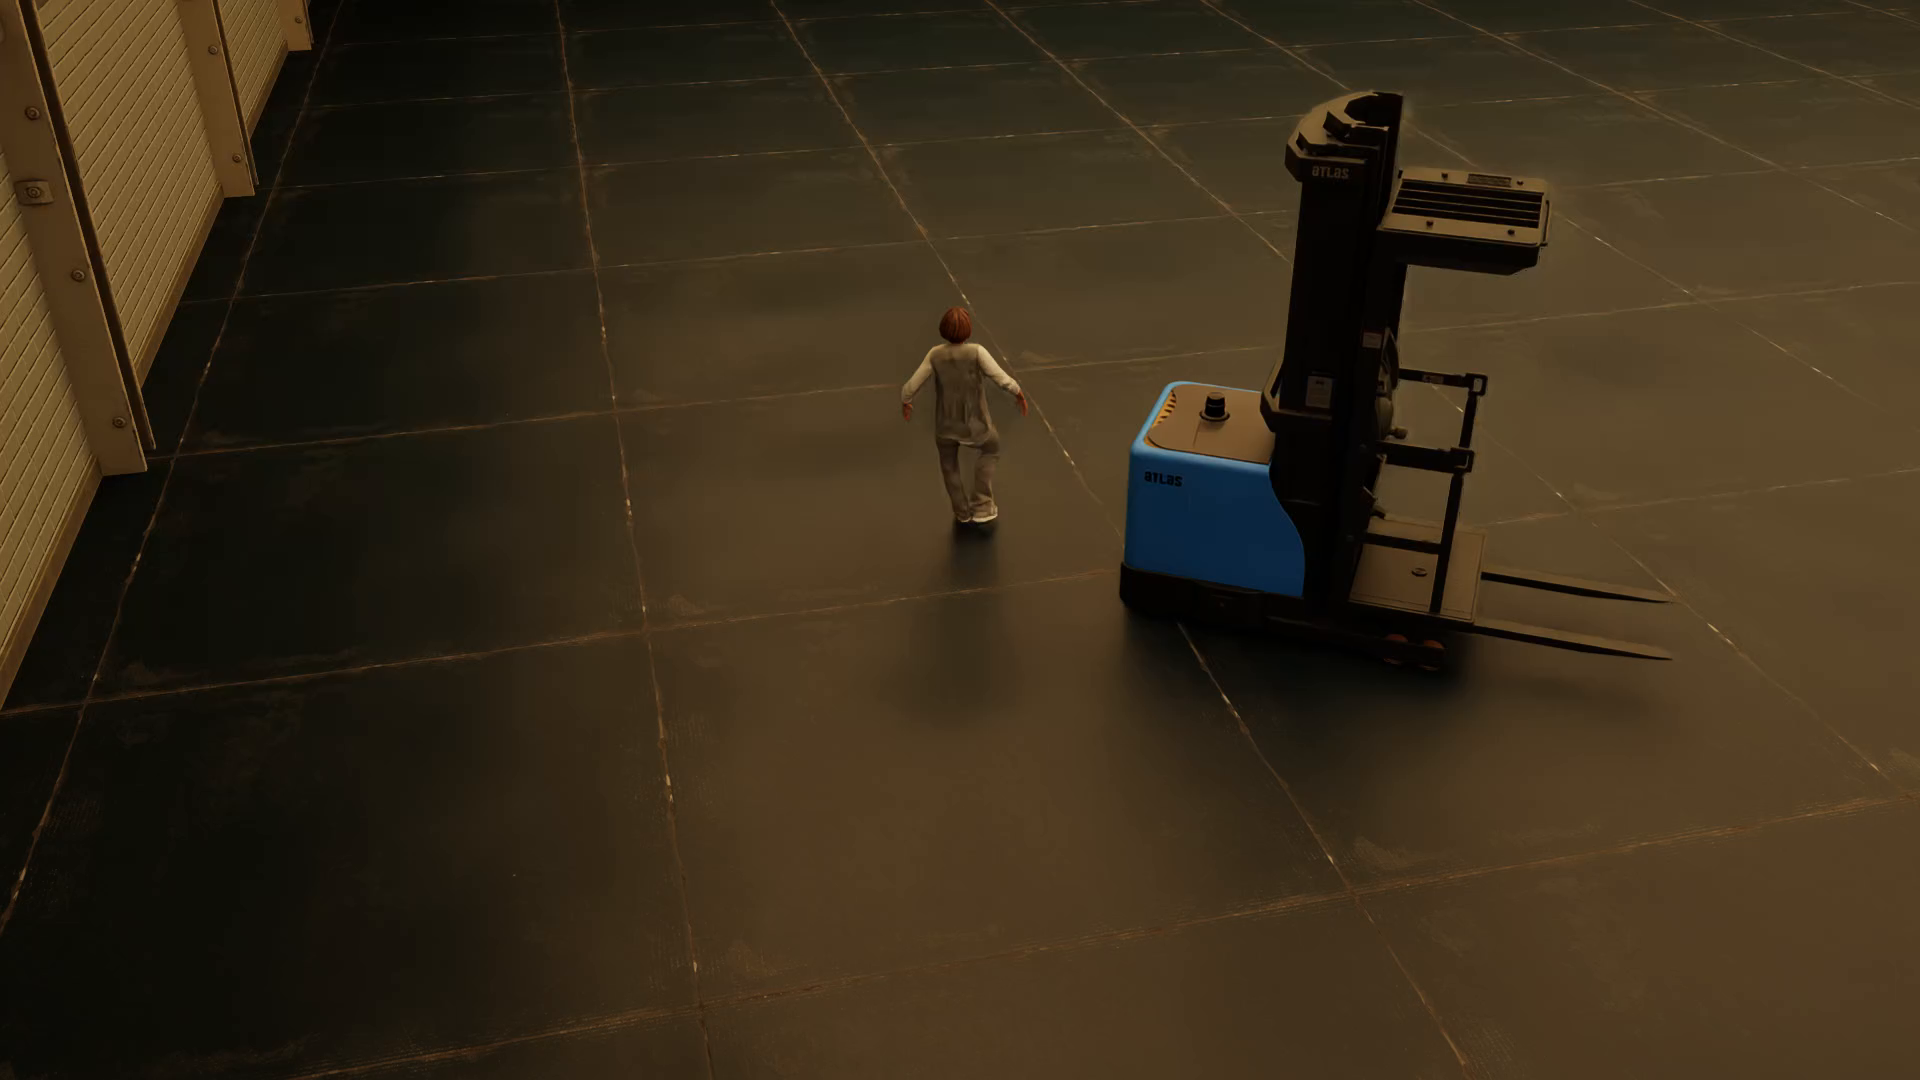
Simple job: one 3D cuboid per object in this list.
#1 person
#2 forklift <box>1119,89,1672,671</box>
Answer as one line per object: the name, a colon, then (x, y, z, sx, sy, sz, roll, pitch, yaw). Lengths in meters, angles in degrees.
person: (0.040, -0.749, 10.292, 0.766, 1.548, 0.581, 8, 31, 13)
forklift: (2.512, -0.843, 9.030, 3.031, 2.935, 1.130, 10, 32, 17)
